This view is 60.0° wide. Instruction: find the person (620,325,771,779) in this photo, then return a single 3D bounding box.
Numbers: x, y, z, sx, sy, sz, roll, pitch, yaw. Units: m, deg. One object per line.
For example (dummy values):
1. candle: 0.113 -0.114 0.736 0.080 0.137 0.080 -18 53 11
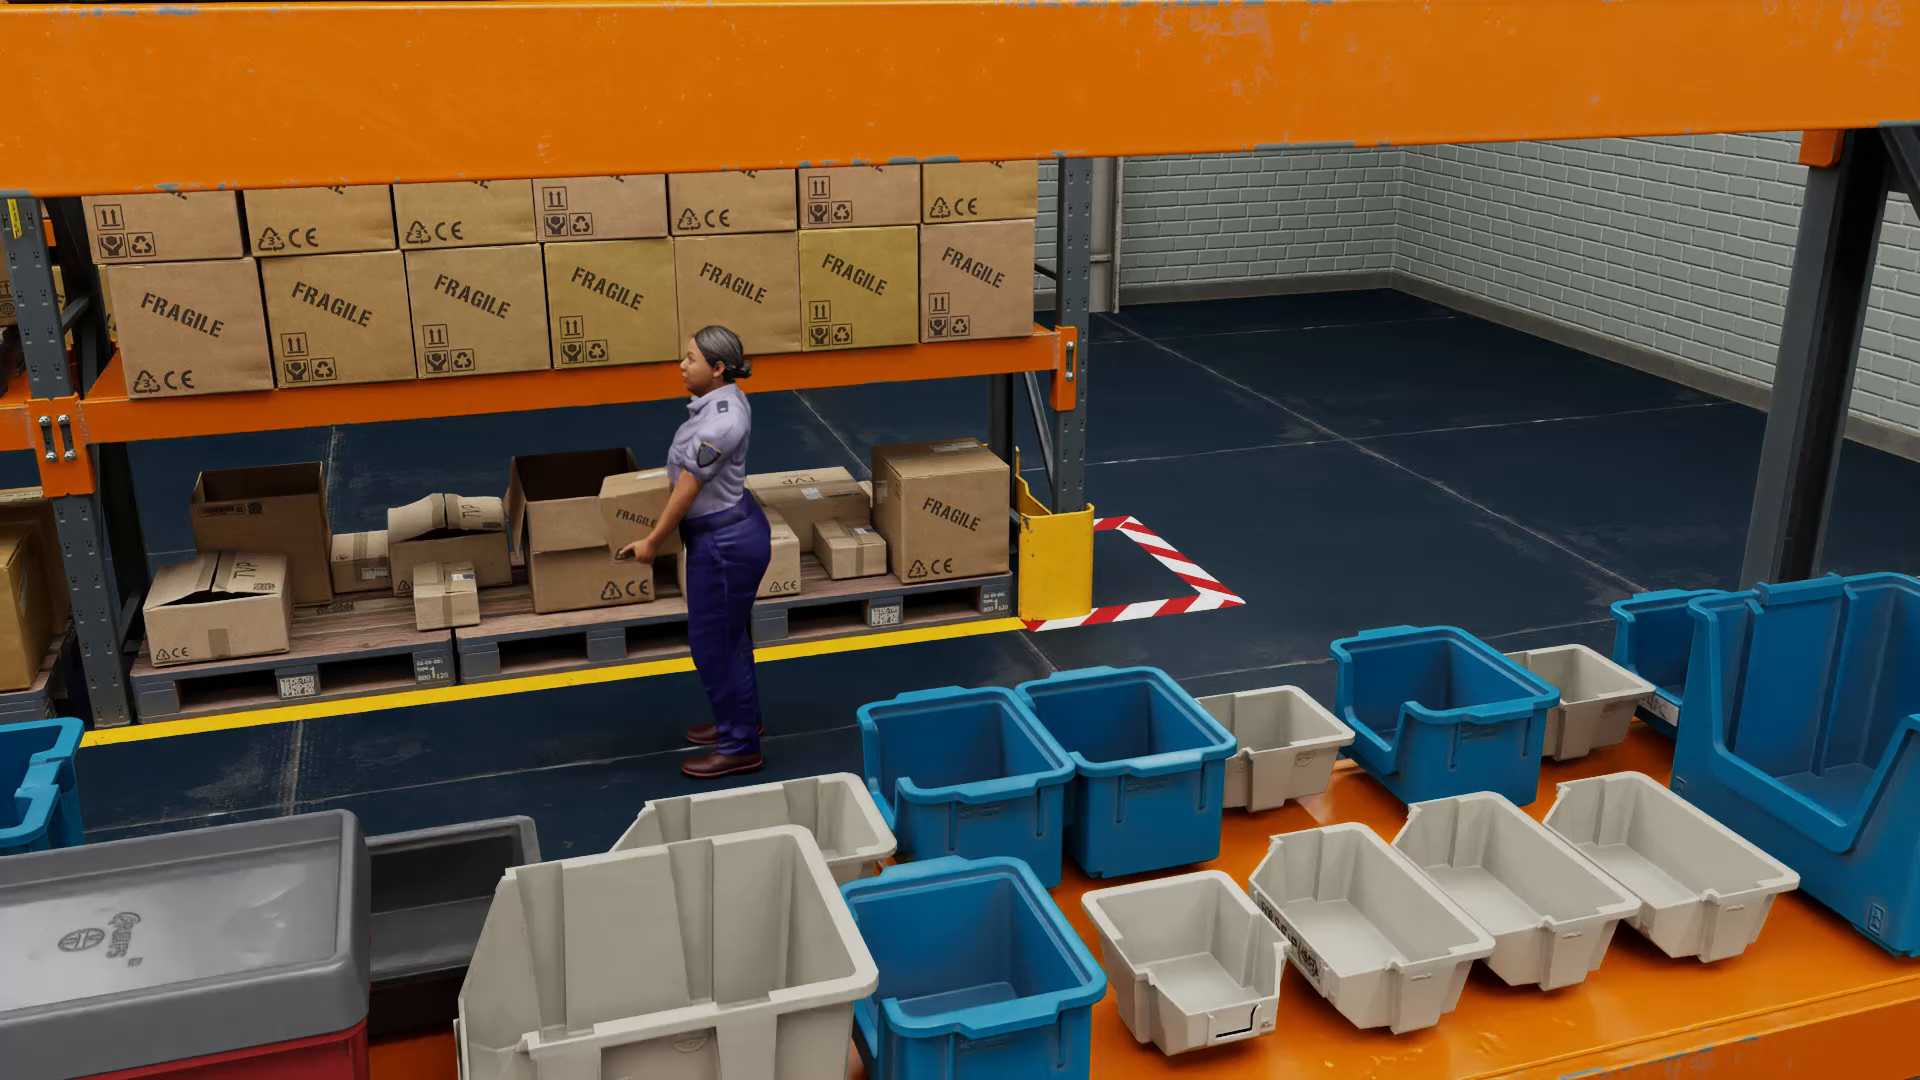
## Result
1. person: -0.958 0.041 5.988 0.503 1.647 0.435 -2 19 -6
